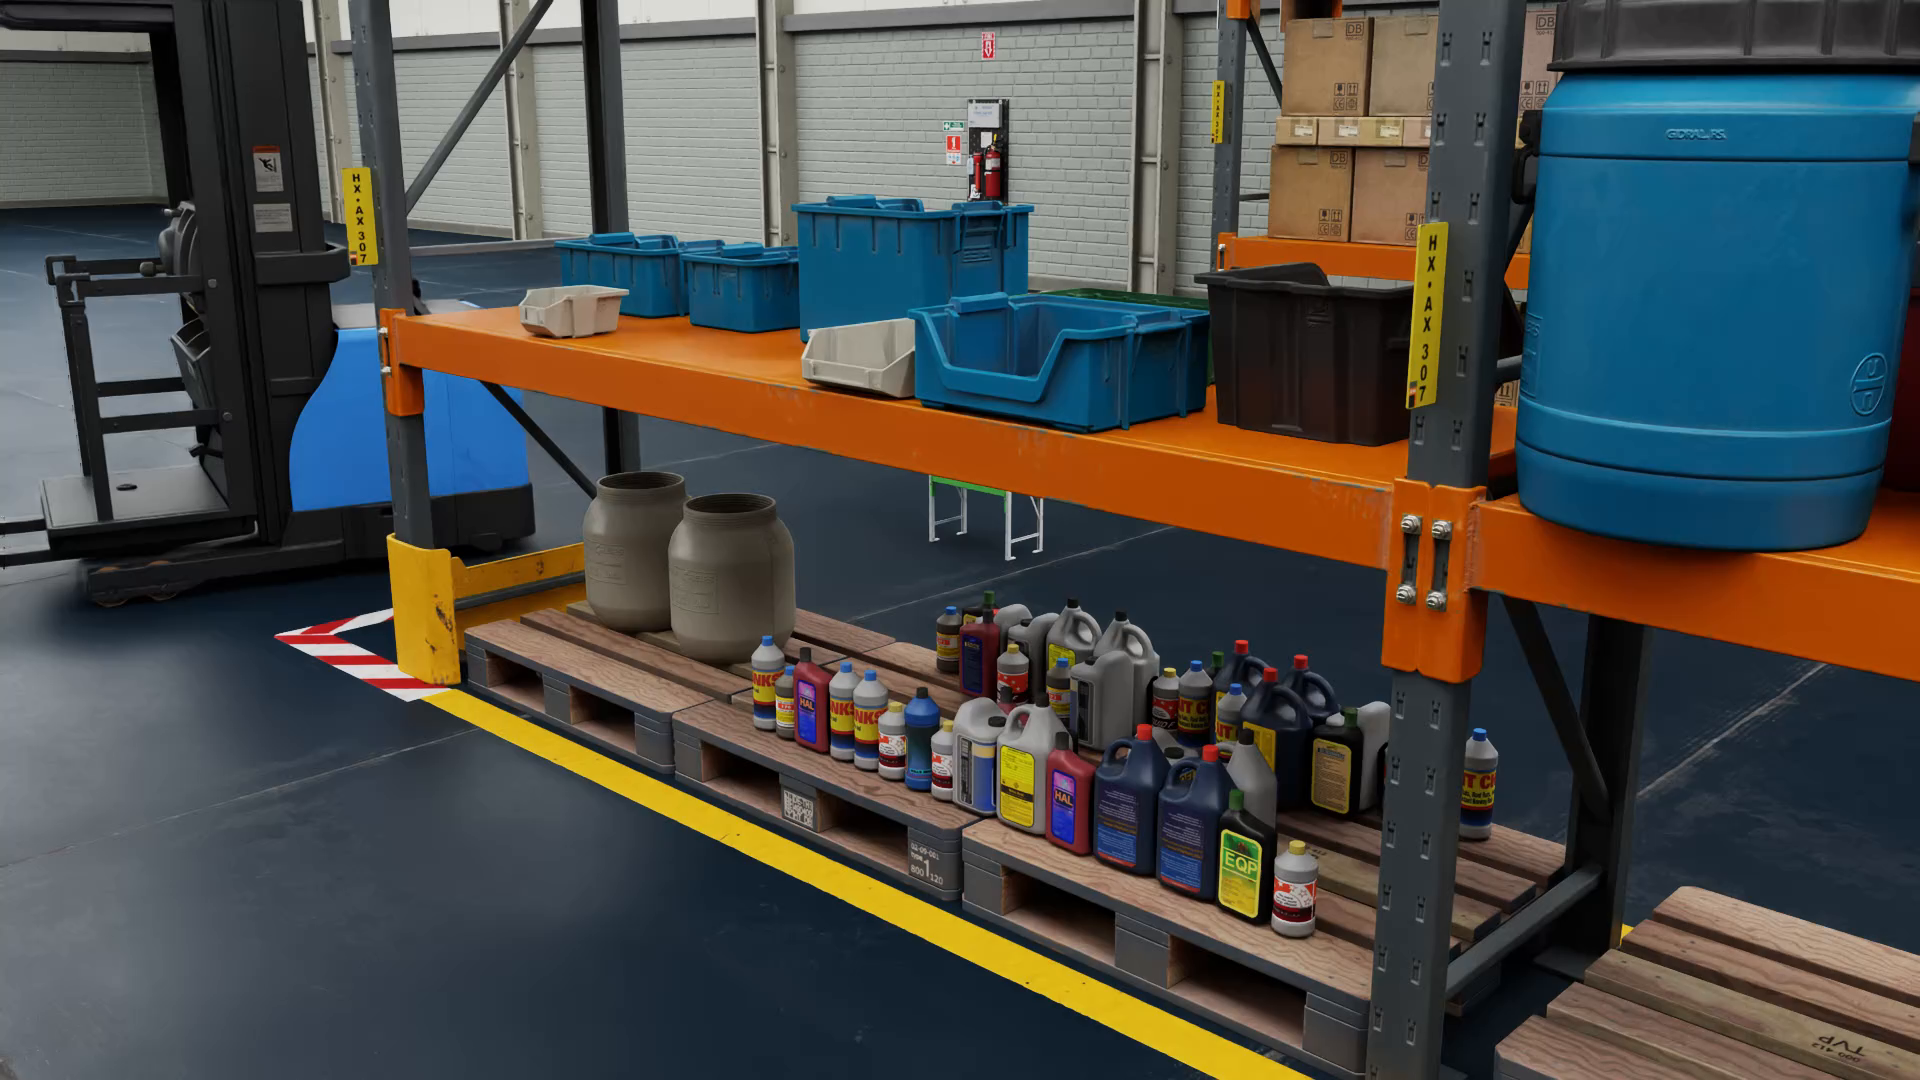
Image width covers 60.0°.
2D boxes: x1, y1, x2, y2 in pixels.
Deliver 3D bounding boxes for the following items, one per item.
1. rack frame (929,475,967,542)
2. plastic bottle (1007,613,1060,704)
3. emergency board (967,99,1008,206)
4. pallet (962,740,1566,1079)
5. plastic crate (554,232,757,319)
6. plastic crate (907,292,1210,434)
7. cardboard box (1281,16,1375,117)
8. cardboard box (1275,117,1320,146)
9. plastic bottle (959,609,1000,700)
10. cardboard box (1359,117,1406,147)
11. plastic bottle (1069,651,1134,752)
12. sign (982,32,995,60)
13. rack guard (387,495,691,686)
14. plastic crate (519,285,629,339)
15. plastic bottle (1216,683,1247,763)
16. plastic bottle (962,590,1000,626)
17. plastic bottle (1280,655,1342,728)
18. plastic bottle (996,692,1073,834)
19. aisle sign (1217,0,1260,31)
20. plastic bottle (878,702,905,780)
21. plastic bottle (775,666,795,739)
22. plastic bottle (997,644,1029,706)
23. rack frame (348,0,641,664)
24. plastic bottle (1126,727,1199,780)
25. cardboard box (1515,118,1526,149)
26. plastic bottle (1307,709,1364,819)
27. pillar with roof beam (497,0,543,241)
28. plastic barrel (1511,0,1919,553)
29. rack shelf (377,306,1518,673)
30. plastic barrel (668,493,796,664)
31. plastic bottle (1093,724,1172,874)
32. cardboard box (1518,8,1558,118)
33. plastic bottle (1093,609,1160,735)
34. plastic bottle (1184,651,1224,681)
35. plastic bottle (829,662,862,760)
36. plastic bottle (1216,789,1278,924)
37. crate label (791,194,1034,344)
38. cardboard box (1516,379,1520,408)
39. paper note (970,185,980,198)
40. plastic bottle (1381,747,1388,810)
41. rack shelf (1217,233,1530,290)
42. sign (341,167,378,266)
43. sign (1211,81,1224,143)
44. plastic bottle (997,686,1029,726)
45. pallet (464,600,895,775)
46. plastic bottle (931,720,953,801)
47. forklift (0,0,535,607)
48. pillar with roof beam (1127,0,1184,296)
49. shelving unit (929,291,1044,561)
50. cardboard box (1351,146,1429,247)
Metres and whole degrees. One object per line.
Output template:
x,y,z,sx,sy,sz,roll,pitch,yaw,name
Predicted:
-0.057,-0.594,7.834,0.015,1.200,0.240,14,20,42,rack frame
0.234,0.356,5.147,0.135,0.276,0.152,13,19,41,plastic bottle
0.254,-4.387,18.819,0.643,1.169,0.194,14,20,42,emergency board
0.770,0.860,4.214,1.213,0.211,1.003,14,20,42,pallet
-1.087,-0.959,5.960,0.616,0.251,0.499,14,20,42,plastic crate
0.239,-0.437,3.955,0.616,0.251,0.499,14,20,42,plastic crate
2.151,-2.546,8.983,0.500,0.500,0.700,14,20,42,cardboard box
1.919,-2.218,9.009,0.250,0.149,0.380,13,20,42,cardboard box
0.060,0.347,5.165,0.133,0.283,0.061,14,20,42,plastic bottle
2.289,-2.128,8.665,0.250,0.149,0.380,14,20,42,cardboard box
0.405,0.448,4.794,0.135,0.276,0.152,14,20,42,plastic bottle
0.318,-5.528,18.602,0.199,0.298,0.001,14,20,42,sign
-1.568,0.150,6.366,0.348,0.500,1.175,14,20,42,rack guard
-1.234,-0.722,5.277,0.250,0.136,0.298,14,20,42,plastic crate
0.743,0.523,4.515,0.097,0.271,0.097,0,15,0,plastic bottle
0.068,0.296,5.362,0.061,0.283,0.133,-14,20,-43,plastic bottle
0.932,0.488,4.492,0.144,0.351,0.185,-14,20,-43,plastic bottle
0.190,0.554,4.238,0.185,0.351,0.144,14,20,42,plastic bottle
1.526,-3.177,9.020,0.004,0.787,0.394,14,20,42,aisle sign
-0.176,0.545,4.567,0.097,0.201,0.097,0,15,0,plastic bottle
-0.491,0.469,4.862,0.097,0.201,0.097,0,15,0,plastic bottle
0.161,0.418,5.057,0.097,0.201,0.097,0,15,0,plastic bottle
-1.655,-1.065,6.069,0.127,3.000,1.000,14,20,42,rack frame
0.508,0.615,4.151,0.135,0.276,0.152,14,20,42,plastic bottle
2.847,-1.993,8.145,0.250,0.149,0.380,13,20,41,cardboard box
0.974,0.569,4.312,0.133,0.283,0.061,14,20,42,plastic bottle
-9.620,-8.169,21.437,0.400,9.000,9.100,14,20,42,pillar with roof beam
1.292,-0.485,2.848,0.708,0.901,0.600,14,20,42,plastic barrel
-0.215,-0.366,4.816,4.000,0.370,1.077,14,20,42,rack shelf
-0.767,0.125,5.604,0.421,0.512,0.421,0,15,0,plastic barrel
0.423,0.610,4.021,0.185,0.351,0.144,12,19,39,plastic bottle
2.897,-2.367,8.295,0.500,0.500,0.700,14,20,42,cardboard box
0.490,0.380,4.904,0.185,0.351,0.144,13,20,42,plastic bottle
0.706,0.451,4.767,0.061,0.283,0.133,-13,20,-42,plastic bottle
-0.319,0.477,4.692,0.097,0.271,0.097,0,15,0,plastic bottle
0.649,0.713,3.763,0.061,0.283,0.133,-13,20,-41,plastic bottle
-0.142,-0.809,5.017,0.616,0.435,0.502,14,20,42,crate label
3.096,-0.801,8.192,0.500,0.500,0.500,14,20,42,cardboard box
0.175,-4.004,19.097,0.142,0.148,0.016,14,20,42,paper note
1.153,0.606,4.336,0.097,0.201,0.097,0,15,0,plastic bottle
3.226,-1.265,8.264,4.000,0.370,1.077,14,20,42,rack shelf
-2.040,-1.099,5.654,0.005,0.325,0.100,14,20,42,sign
1.396,-2.321,9.015,0.005,0.325,0.100,14,20,42,sign
0.150,0.538,4.433,0.133,0.283,0.061,14,20,42,plastic bottle
-0.986,0.433,5.853,1.213,0.211,1.003,14,20,42,pallet
-0.028,0.581,4.429,0.097,0.201,0.097,0,15,0,plastic bottle
-3.521,-1.293,7.082,3.031,2.935,1.130,-8,17,-29,forklift
-0.981,-6.069,13.377,0.400,9.000,9.100,14,20,42,pillar with roof beam
0.119,-0.552,7.670,0.503,1.200,0.258,14,20,42,shelving unit
2.494,-1.836,8.832,0.700,0.500,0.500,-14,20,-43,cardboard box
